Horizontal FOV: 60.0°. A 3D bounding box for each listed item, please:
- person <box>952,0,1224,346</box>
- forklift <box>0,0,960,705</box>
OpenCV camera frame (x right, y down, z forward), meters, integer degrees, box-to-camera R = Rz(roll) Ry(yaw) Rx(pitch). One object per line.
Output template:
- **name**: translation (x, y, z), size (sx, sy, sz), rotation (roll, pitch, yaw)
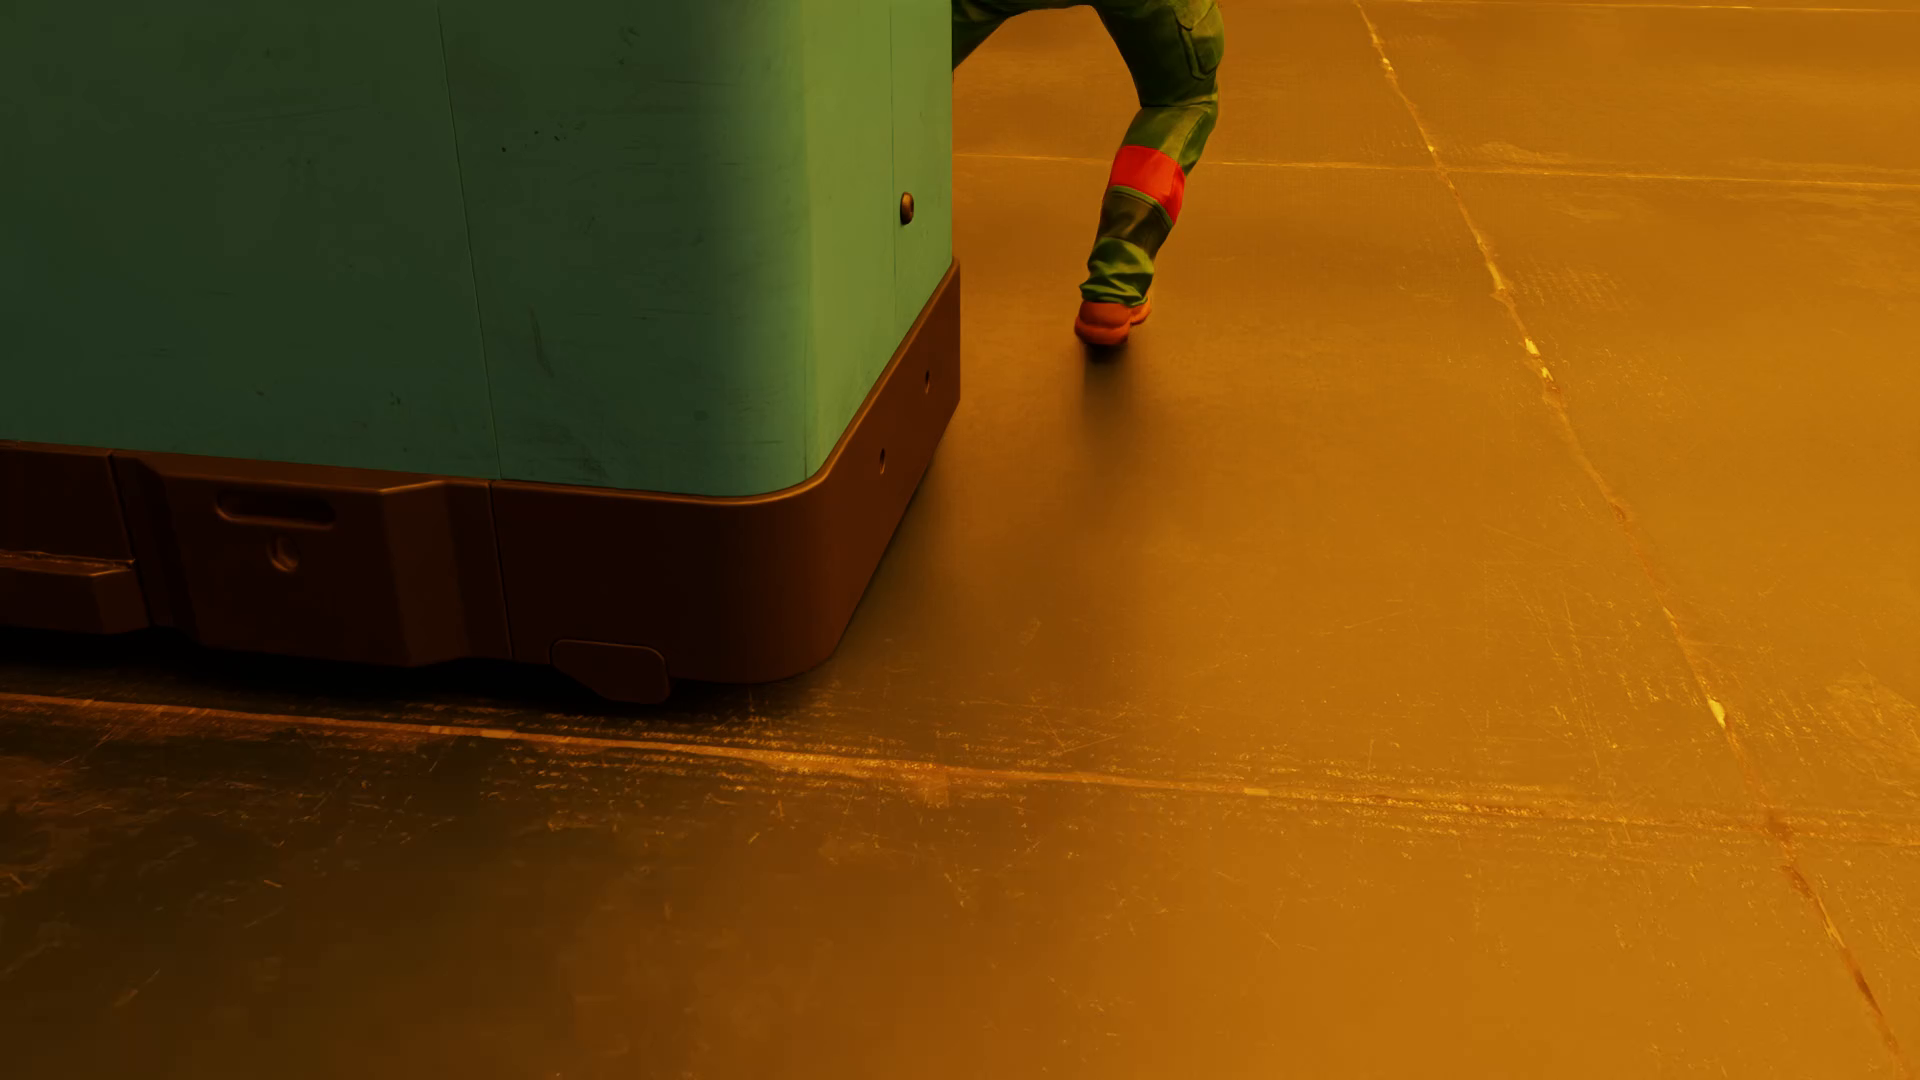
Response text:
- **person**: translation (0.316, -1.119, 2.876), size (1.079, 1.602, 0.694), rotation (-1, 27, -1)
- **forklift**: translation (-1.567, -1.420, 2.063), size (3.031, 2.935, 1.130), rotation (5, 27, 9)
